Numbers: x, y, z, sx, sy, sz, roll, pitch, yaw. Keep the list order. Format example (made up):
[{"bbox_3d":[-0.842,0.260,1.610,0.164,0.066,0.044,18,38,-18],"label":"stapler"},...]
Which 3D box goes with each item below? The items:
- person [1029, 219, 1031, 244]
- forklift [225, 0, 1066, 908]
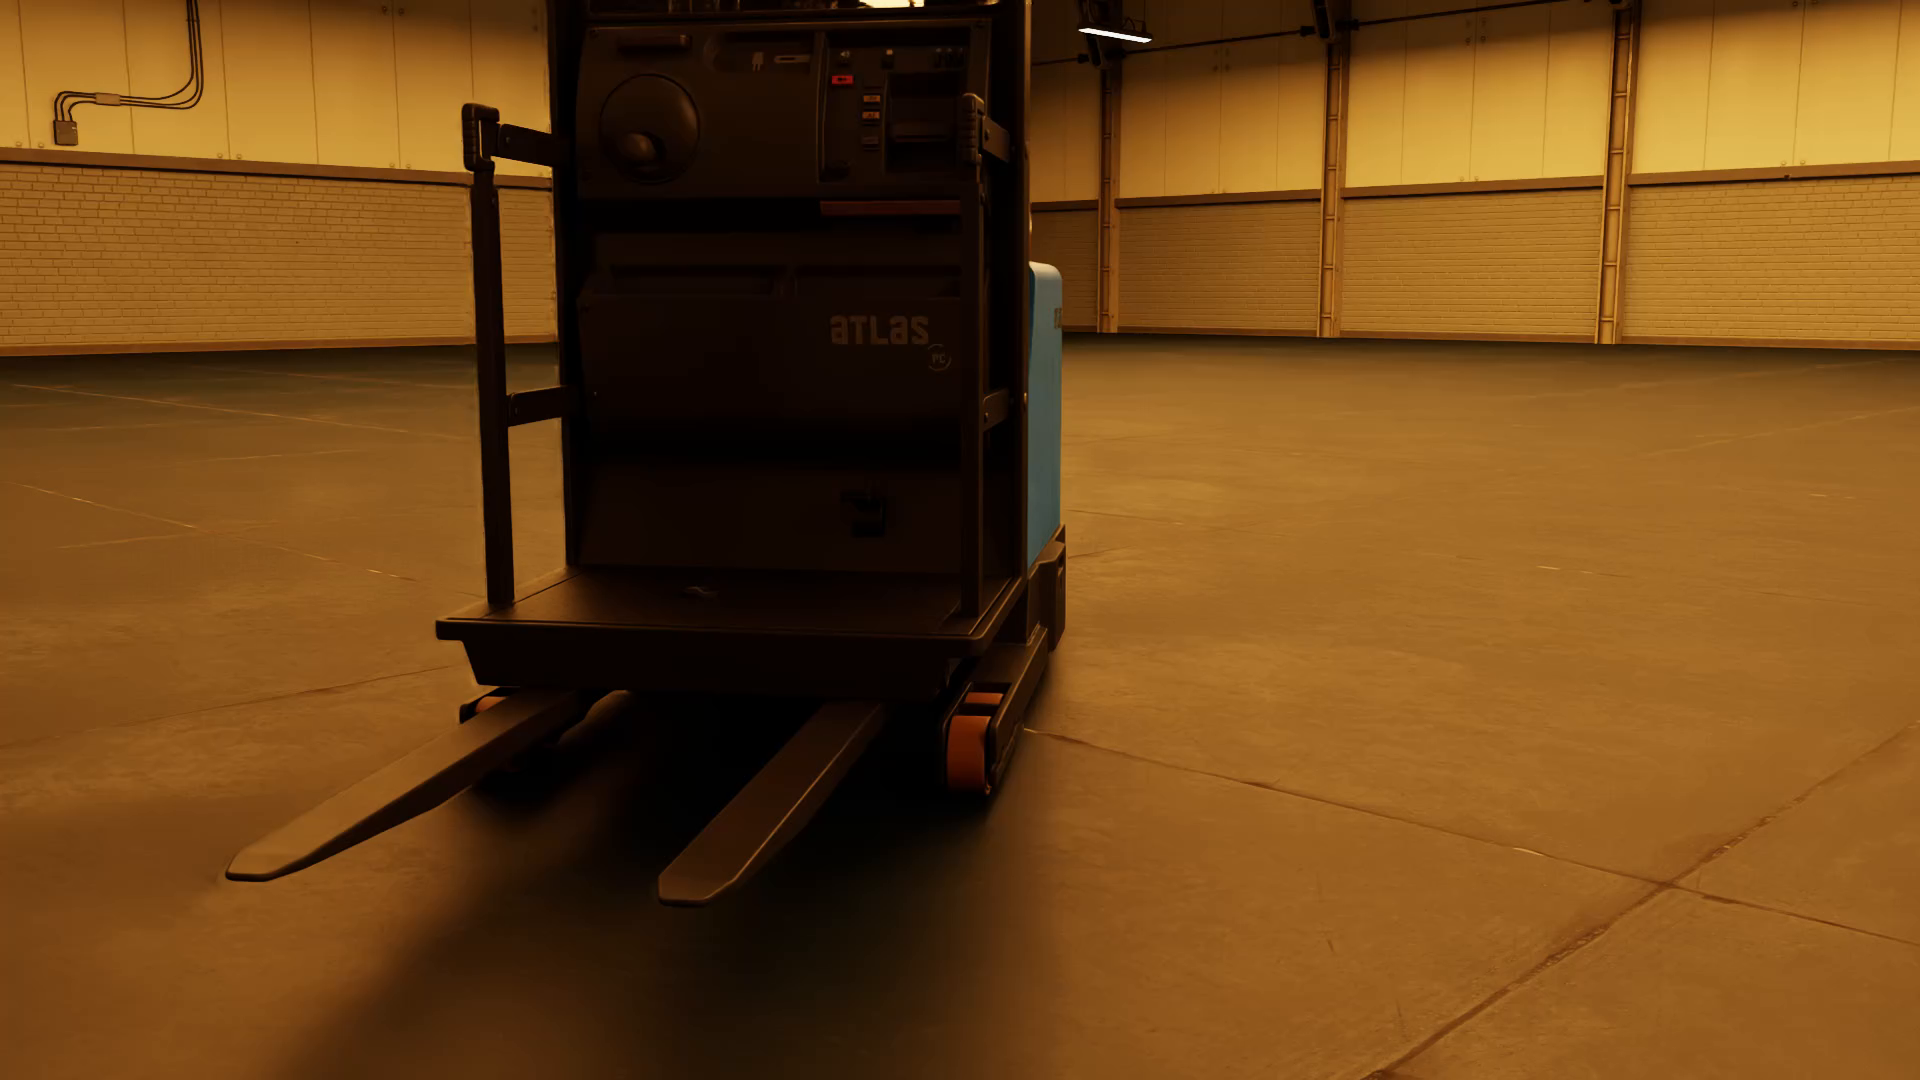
[{"bbox_3d":[-0.048,-0.899,6.645,0.574,1.781,0.641,8,12,43],"label":"person"},{"bbox_3d":[-0.425,-0.994,3.474,1.130,2.935,3.031,1,9,9],"label":"forklift"}]
